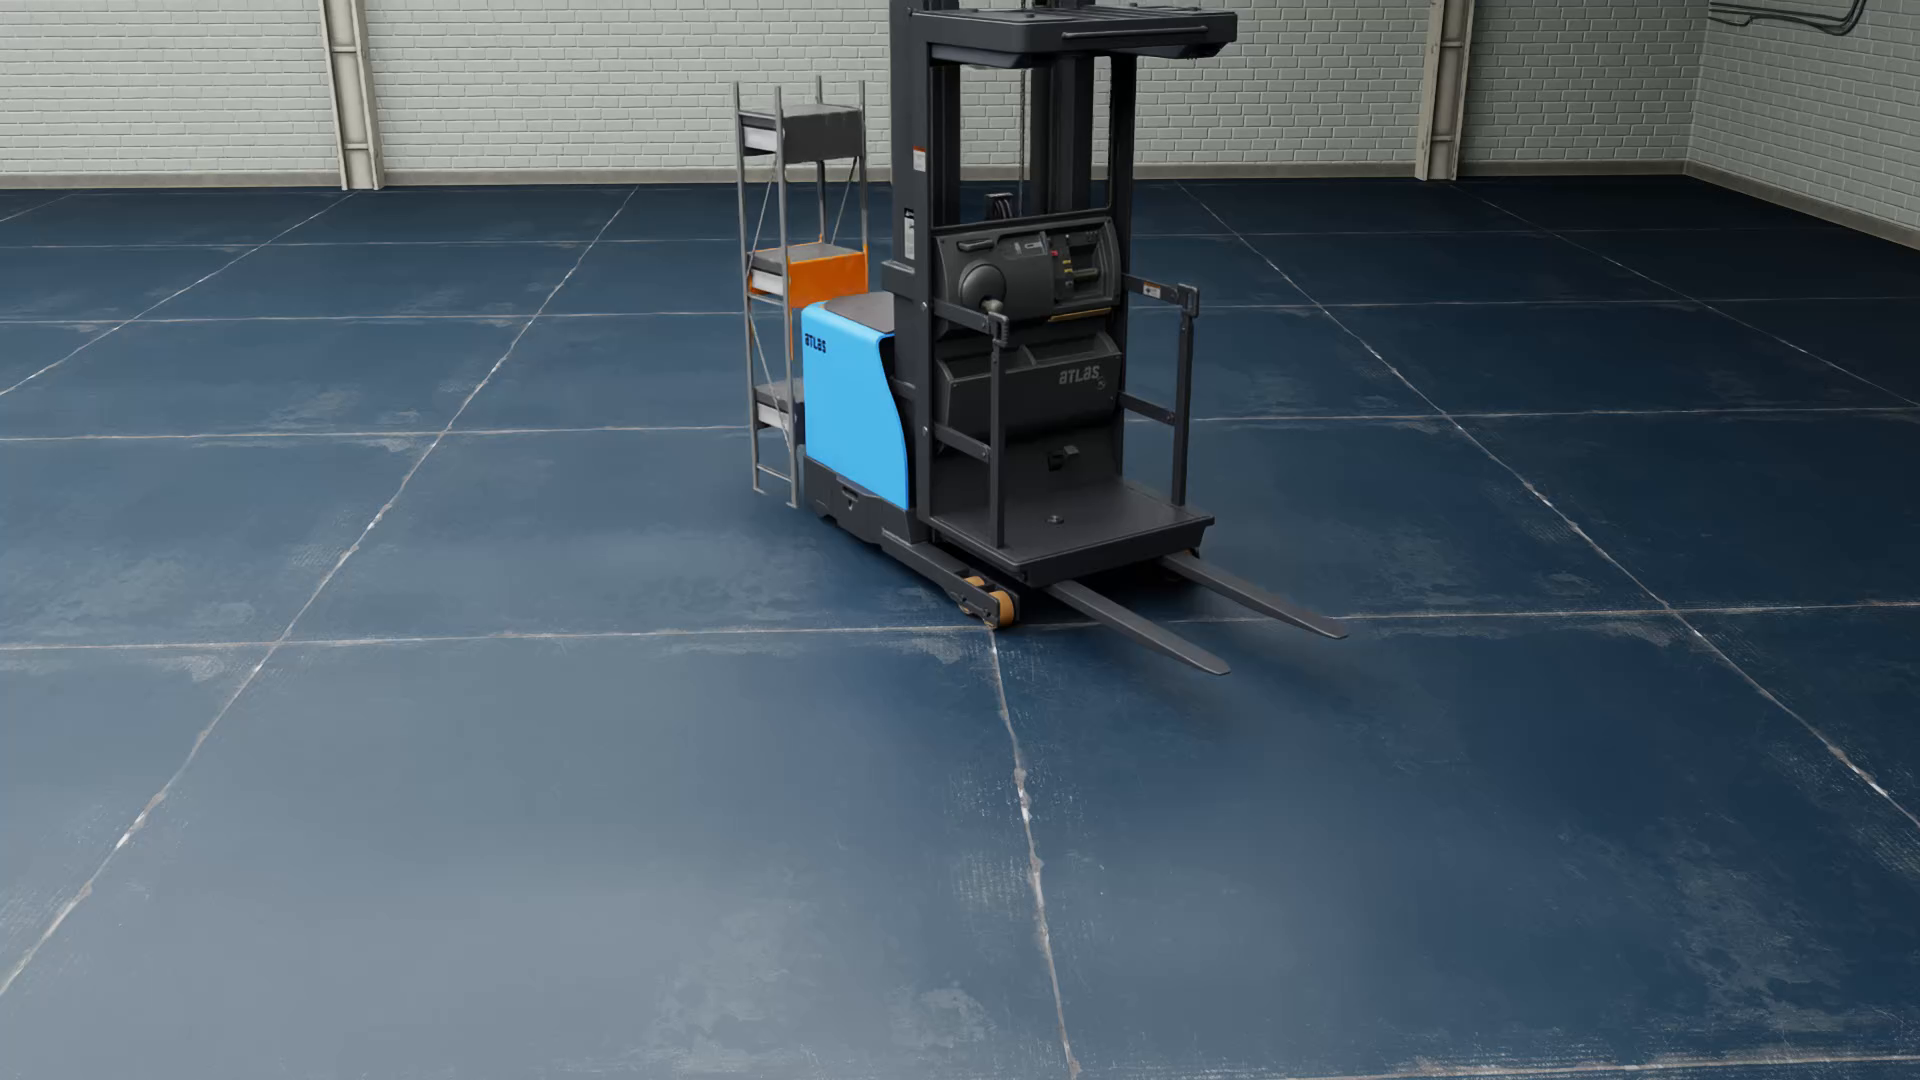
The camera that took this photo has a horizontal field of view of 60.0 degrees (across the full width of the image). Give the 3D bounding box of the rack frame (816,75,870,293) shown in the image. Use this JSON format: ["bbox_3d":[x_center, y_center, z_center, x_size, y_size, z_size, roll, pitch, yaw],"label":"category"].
[{"bbox_3d":[-0.590,-1.307,8.597,0.015,2.100,0.400,-16,26,-36],"label":"rack frame"}]

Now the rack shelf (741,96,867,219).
[{"bbox_3d":[-0.782,-1.896,8.213,0.480,0.518,0.431,-16,26,-36],"label":"rack shelf"}]

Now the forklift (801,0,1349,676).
[{"bbox_3d":[0.427,-1.178,7.095,1.130,2.935,3.031,-13,24,-30],"label":"forklift"}]

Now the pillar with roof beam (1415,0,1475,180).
[{"bbox_3d":[5.662,-6.803,13.343,0.400,9.000,9.100,-1,21,-3],"label":"pillar with roof beam"}]

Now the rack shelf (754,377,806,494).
[{"bbox_3d":[-0.775,-0.583,8.701,0.480,0.518,0.431,-16,26,-36],"label":"rack shelf"}]

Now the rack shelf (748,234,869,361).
[{"bbox_3d":[-0.779,-1.240,8.457,0.480,0.518,0.431,-16,26,-36],"label":"rack shelf"}]

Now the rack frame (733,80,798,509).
[{"bbox_3d":[-0.967,-1.198,8.307,0.015,2.100,0.400,-16,26,-36],"label":"rack frame"}]

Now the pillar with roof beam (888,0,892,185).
[{"bbox_3d":[-0.328,-6.681,13.023,0.400,9.000,9.100,-1,21,-3],"label":"pillar with roof beam"}]

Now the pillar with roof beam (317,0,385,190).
[{"bbox_3d":[-6.318,-6.559,12.702,0.400,9.000,9.100,-1,21,-3],"label":"pillar with roof beam"}]

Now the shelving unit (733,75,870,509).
[{"bbox_3d":[-0.779,-1.252,8.452,0.503,2.100,0.431,-16,26,-36],"label":"shelving unit"}]

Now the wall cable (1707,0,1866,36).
[{"bbox_3d":[8.433,-6.471,16.835,0.112,2.526,3.097,-1,21,-3],"label":"wall cable"}]
